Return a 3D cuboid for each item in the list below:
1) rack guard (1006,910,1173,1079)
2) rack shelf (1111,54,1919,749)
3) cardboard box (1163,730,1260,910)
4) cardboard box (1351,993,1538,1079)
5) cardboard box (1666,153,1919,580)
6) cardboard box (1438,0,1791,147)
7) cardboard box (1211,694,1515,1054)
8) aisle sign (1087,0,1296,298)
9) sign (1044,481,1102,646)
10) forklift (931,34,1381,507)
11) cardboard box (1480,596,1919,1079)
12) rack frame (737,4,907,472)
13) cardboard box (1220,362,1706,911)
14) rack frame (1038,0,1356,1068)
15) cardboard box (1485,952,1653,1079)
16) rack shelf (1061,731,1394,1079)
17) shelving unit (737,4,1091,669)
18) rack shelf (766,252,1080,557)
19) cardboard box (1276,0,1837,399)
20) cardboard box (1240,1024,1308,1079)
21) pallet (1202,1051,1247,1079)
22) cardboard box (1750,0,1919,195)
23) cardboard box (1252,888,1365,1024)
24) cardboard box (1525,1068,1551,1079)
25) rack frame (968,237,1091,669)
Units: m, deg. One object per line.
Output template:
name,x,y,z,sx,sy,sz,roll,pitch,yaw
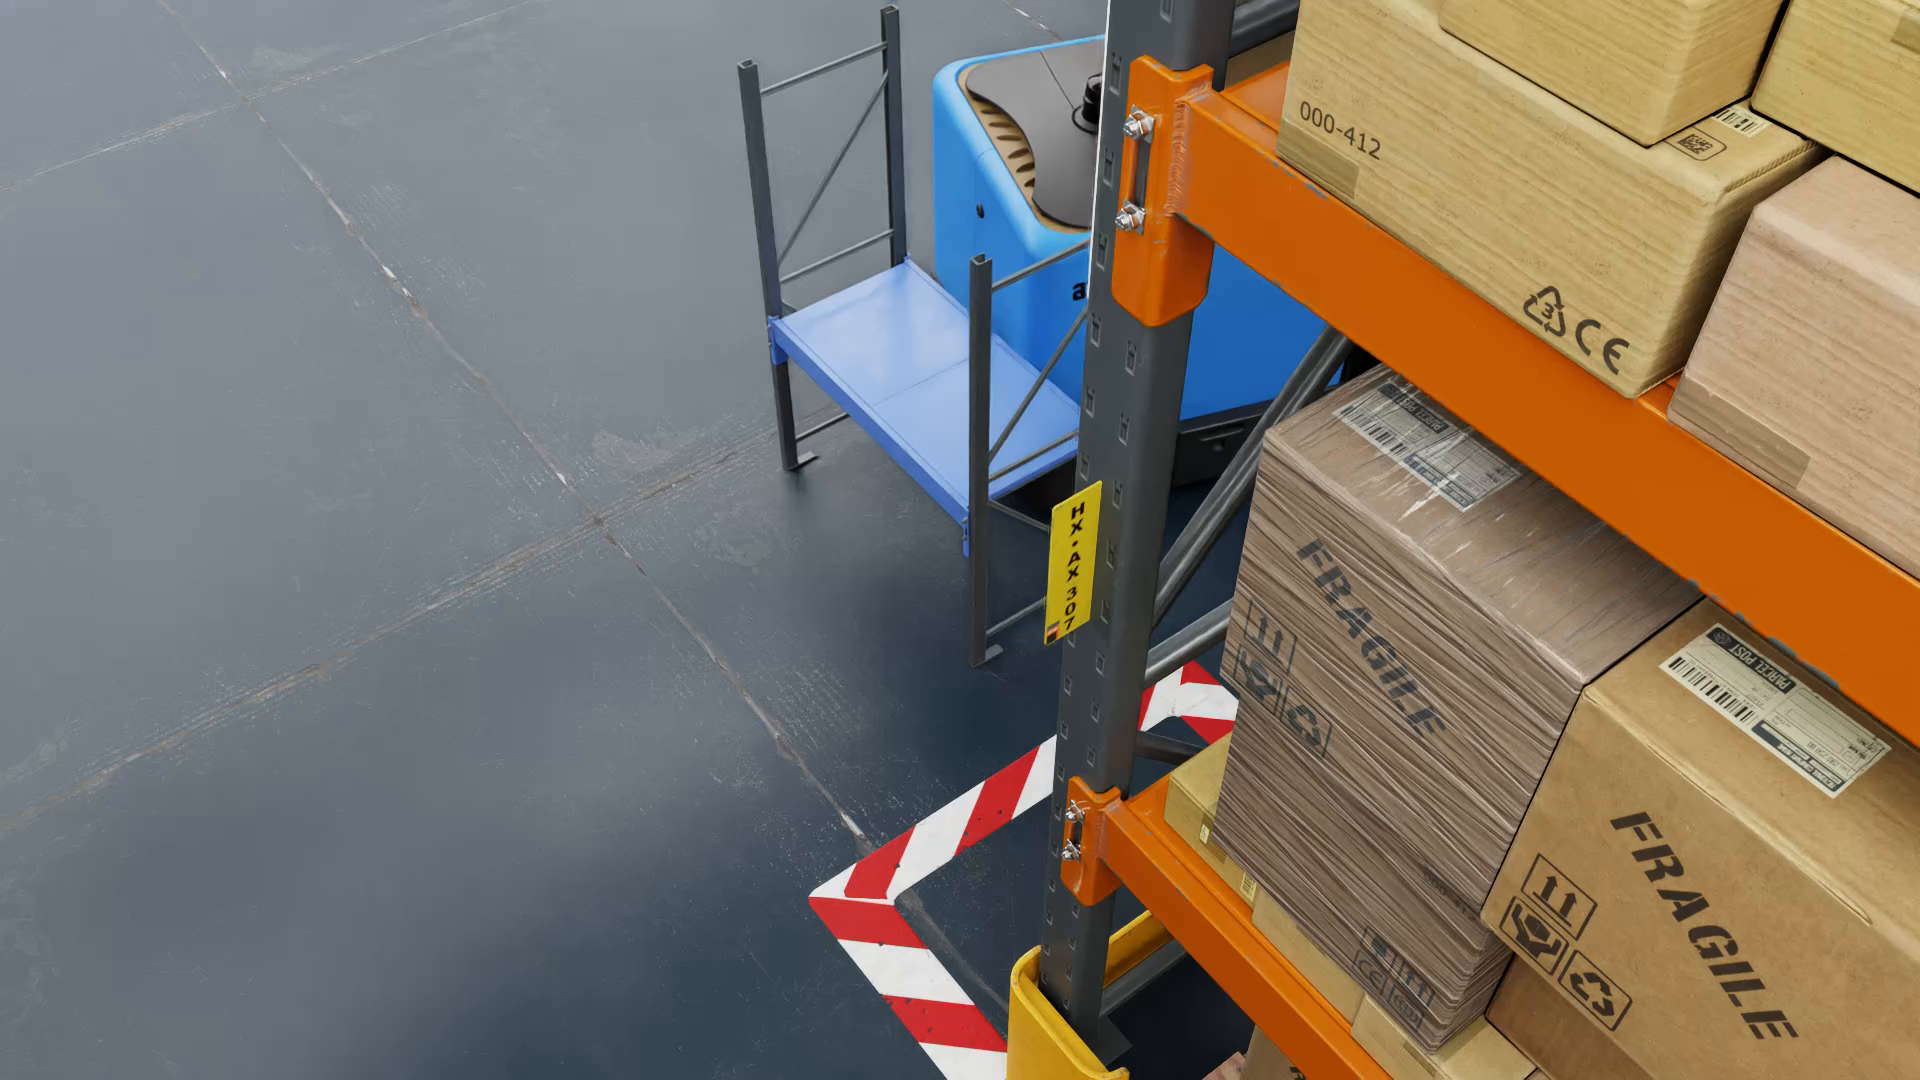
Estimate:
rack guard,0.656,0.972,4.032,1.175,0.500,0.348,-29,54,-24
rack shelf,1.821,0.501,1.232,1.077,0.370,4.000,-29,54,-24
cardboard box,0.593,0.447,2.990,0.380,0.149,0.250,-29,54,-24
cardboard box,0.868,0.757,2.709,0.380,0.149,0.250,-29,54,-24
cardboard box,1.013,-0.168,1.455,0.500,0.250,0.500,-31,55,-25
cardboard box,0.673,-0.541,1.524,0.380,0.149,0.250,-28,54,-23
cardboard box,0.921,0.290,2.694,0.875,0.500,0.500,-29,54,-24
aisle sign,0.334,-0.688,2.094,0.394,0.787,0.004,-29,54,-24
sign,0.178,0.040,2.605,0.100,0.325,0.005,-29,54,-24
forklift,1.475,-1.736,4.846,3.031,2.935,1.130,-14,49,-12
cardboard box,1.023,0.363,1.954,0.500,0.500,0.500,-29,54,-24
rack frame,-0.374,-0.847,5.005,0.500,1.500,0.032,-29,54,-24
cardboard box,0.726,0.065,2.224,0.500,0.500,0.500,-29,54,-24
rack frame,0.610,0.087,3.146,1.000,3.000,0.127,-29,54,-24
cardboard box,1.319,0.531,2.475,0.875,0.500,0.500,-29,54,-24
rack shelf,1.821,1.508,2.344,1.077,0.370,4.000,-29,54,-24
shelving unit,-0.071,-0.545,4.731,0.538,1.500,1.048,-29,54,-24
rack shelf,-0.071,-0.424,4.864,0.538,0.185,1.000,-29,54,-24
cardboard box,0.696,-0.470,1.728,0.500,0.250,0.500,-28,54,-23
cardboard box,0.975,1.162,3.576,0.500,0.500,0.500,-20,51,-17
pallet,1.120,1.564,3.690,1.003,0.211,1.213,-29,54,-24
cardboard box,0.924,-0.448,1.439,0.380,0.149,0.250,-30,55,-25
cardboard box,0.729,0.603,2.848,0.380,0.149,0.250,-29,54,-24
cardboard box,1.036,0.895,2.584,0.380,0.149,0.250,-29,54,-24
rack frame,0.232,-0.242,4.457,0.500,1.500,0.032,-29,54,-24
